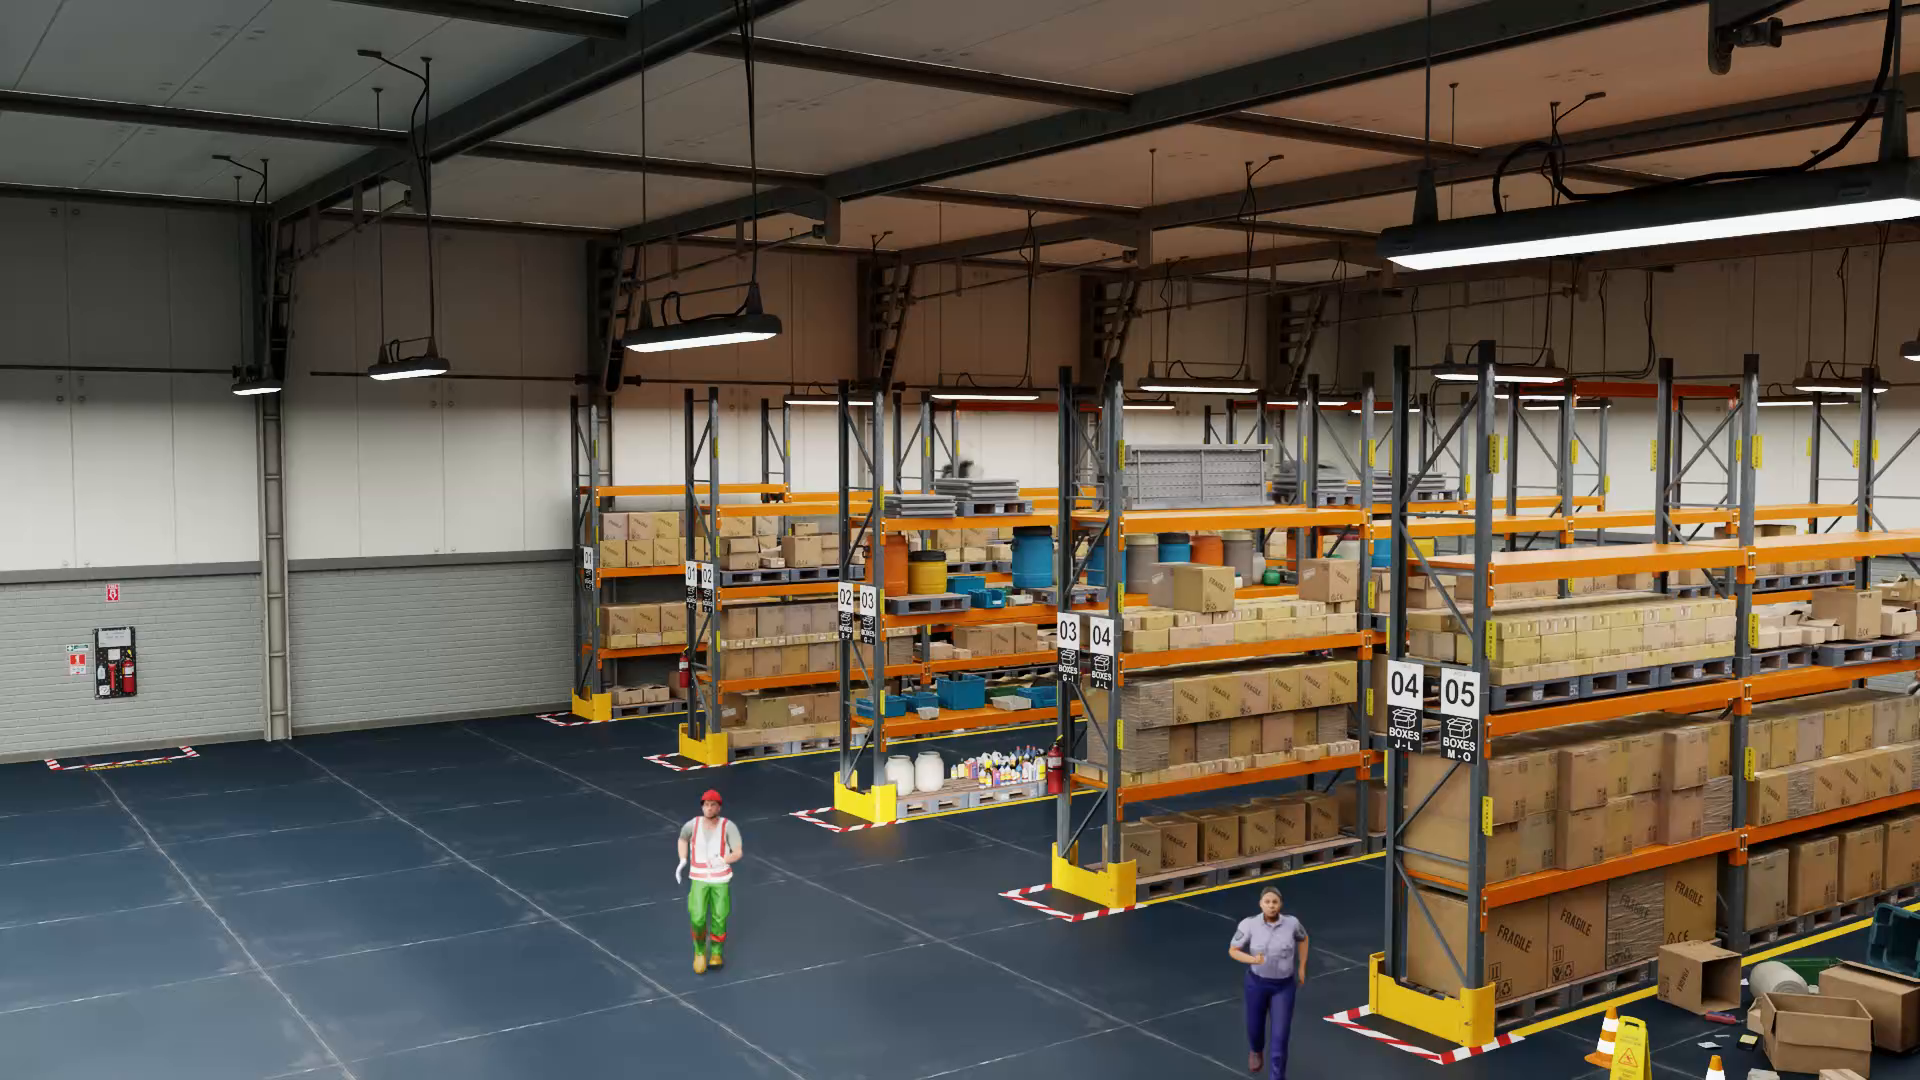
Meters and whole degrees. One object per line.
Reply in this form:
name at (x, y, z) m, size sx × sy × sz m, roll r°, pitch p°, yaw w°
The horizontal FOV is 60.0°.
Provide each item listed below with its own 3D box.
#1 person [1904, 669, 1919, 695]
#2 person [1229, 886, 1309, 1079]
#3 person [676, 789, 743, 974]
person at (15.121, 2.788, 26.114) m, size 0.631 × 1.611 × 0.598 m, roll 3°, pitch 5°, yaw 44°
person at (2.436, 3.532, 13.108) m, size 0.637 × 1.638 × 0.907 m, roll 0°, pitch 3°, yaw 7°
person at (-2.422, 3.300, 16.060) m, size 0.650 × 1.769 × 0.691 m, roll 0°, pitch 3°, yaw -5°
